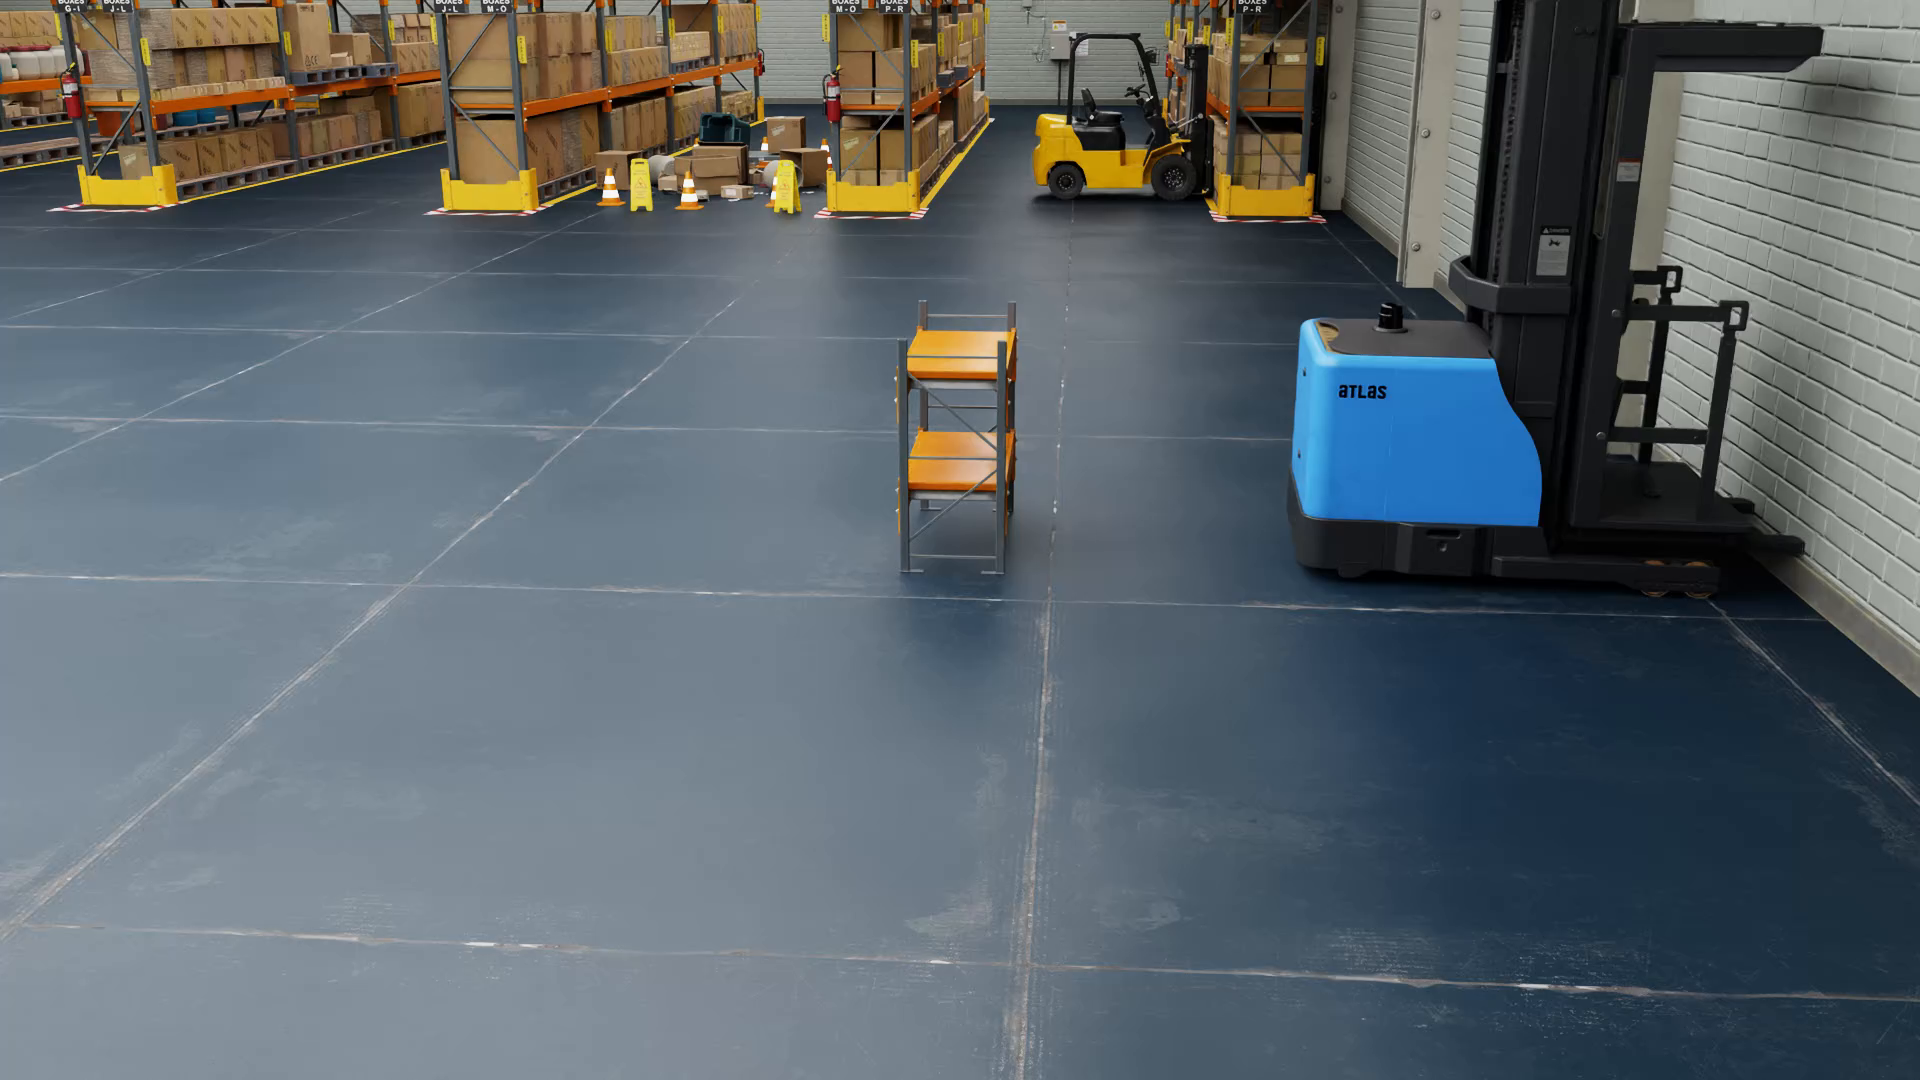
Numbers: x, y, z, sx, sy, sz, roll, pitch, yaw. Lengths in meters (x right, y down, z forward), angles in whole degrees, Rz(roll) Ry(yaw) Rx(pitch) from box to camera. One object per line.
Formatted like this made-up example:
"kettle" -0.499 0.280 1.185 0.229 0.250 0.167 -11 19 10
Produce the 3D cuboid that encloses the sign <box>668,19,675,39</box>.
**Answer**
"sign" -4.929 -8.748 28.443 0.100 0.325 0.005 1 18 4

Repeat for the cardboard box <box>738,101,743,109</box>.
"cardboard box" -4.760 -9.108 34.827 0.380 0.149 0.250 2 18 7

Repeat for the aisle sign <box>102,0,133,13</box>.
"aisle sign" -10.702 -7.076 21.025 0.394 0.787 0.004 1 18 4

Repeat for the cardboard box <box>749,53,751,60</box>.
"cardboard box" -4.707 -10.390 35.719 0.380 0.149 0.250 1 18 4

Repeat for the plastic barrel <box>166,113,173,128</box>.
"plastic barrel" -15.313 -8.159 31.828 0.421 0.512 0.421 0 18 0

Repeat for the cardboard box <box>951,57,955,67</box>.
"cardboard box" -0.280 -7.775 27.063 0.380 0.149 0.250 2 18 5

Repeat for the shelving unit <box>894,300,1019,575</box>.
"shelving unit" 0.000 -0.537 8.254 0.538 1.125 1.048 1 18 4

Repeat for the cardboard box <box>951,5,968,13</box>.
"cardboard box" 0.029 -10.295 32.218 0.380 0.149 0.250 1 18 3

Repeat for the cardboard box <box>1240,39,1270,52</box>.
"cardboard box" 3.654 -6.149 20.691 0.380 0.149 0.250 1 18 4

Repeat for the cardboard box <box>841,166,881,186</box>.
"cardboard box" -1.321 -4.803 22.004 0.500 0.250 0.500 1 18 4

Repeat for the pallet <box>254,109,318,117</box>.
"pallet" -14.888 -9.366 36.667 1.003 0.211 1.213 1 18 4

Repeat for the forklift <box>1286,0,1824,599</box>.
"forklift" 3.158 -1.300 7.683 3.031 2.935 1.130 2 18 7

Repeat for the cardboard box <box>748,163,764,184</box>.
"cardboard box" -3.025 -5.383 24.425 0.258 0.266 0.396 -13 22 -34

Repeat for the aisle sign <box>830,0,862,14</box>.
"aisle sign" -1.406 -6.868 20.390 0.394 0.787 0.004 1 18 4

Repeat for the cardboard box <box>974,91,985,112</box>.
"cardboard box" 0.087 -9.389 35.701 0.875 0.438 0.875 1 18 2

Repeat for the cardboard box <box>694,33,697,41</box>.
"cardboard box" -5.109 -9.364 30.956 0.380 0.149 0.250 1 18 2

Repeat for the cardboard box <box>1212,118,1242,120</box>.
"cardboard box" 3.731 -5.844 23.577 0.500 0.250 0.500 1 18 4

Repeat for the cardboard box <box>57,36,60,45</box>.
"cardboard box" -19.566 -10.644 35.930 0.500 0.500 0.500 1 18 4

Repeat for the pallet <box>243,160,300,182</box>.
"pallet" -10.723 -5.574 25.096 1.003 0.211 1.213 1 18 4

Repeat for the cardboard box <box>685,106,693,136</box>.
"cardboard box" -5.146 -7.591 30.112 0.500 0.500 0.500 1 18 5

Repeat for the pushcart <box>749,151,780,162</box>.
"pushcart" -3.103 -5.677 25.142 1.648 0.377 0.936 -5 19 -15

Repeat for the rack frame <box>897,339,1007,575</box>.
"rack frame" -0.036 -0.379 7.772 0.500 1.125 0.032 1 18 4

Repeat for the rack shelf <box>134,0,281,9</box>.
"rack shelf" -10.853 -7.571 23.050 1.077 0.370 4.000 1 18 4

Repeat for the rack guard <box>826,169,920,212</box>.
"rack guard" -1.107 -4.481 21.295 1.175 0.500 0.348 1 18 4

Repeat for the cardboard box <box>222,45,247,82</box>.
"cardboard box" -10.810 -6.847 23.864 0.875 0.500 0.500 1 18 4

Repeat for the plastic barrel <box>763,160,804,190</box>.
"plastic barrel" -2.474 -5.096 23.296 0.512 0.421 0.421 17 25 41

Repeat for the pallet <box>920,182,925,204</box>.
"pallet" -1.013 -4.595 22.108 1.003 0.211 1.213 1 18 4

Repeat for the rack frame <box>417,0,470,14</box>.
"rack frame" -10.136 -9.593 32.883 1.000 3.000 0.127 1 18 4

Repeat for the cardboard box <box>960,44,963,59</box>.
"cardboard box" -0.218 -8.609 29.316 0.500 0.250 0.500 2 18 5

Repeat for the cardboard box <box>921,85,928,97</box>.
"cardboard box" -0.645 -6.186 22.889 0.380 0.149 0.250 1 18 4

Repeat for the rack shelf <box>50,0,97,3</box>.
"rack shelf" -19.874 -11.520 35.102 1.077 0.370 4.000 1 18 4

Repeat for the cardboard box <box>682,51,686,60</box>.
"cardboard box" -5.177 -8.757 30.061 0.380 0.149 0.250 2 18 6

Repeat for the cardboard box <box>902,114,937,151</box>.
"cardboard box" -0.600 -5.947 24.292 0.500 0.500 0.500 1 18 3

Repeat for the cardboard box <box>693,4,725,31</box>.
"cardboard box" -4.921 -10.250 32.643 0.500 0.500 0.500 2 18 5

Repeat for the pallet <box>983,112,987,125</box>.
"pallet" 0.055 -9.039 35.671 1.003 0.211 1.213 1 18 4

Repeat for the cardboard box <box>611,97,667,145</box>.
"cardboard box" -5.617 -7.152 28.372 1.050 0.750 0.750 1 18 3

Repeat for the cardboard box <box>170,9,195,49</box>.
"cardboard box" -10.643 -6.850 22.268 0.500 0.500 0.500 1 18 4

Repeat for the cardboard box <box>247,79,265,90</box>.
"cardboard box" -10.444 -6.682 24.402 0.380 0.149 0.250 1 18 4

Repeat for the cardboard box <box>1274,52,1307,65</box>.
"cardboard box" 4.122 -5.991 20.687 0.380 0.149 0.250 1 18 3

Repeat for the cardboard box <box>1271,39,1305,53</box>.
"cardboard box" 4.076 -6.132 20.640 0.380 0.149 0.250 1 18 3

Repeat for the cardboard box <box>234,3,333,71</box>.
"cardboard box" -10.513 -7.837 25.885 1.000 1.000 1.000 1 18 4

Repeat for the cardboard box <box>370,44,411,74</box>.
"cardboard box" -10.117 -8.543 29.519 0.500 0.500 0.500 2 18 6

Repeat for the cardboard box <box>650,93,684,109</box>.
"cardboard box" -5.192 -7.786 29.502 0.500 0.250 0.500 0 18 1

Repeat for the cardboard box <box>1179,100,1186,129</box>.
"cardboard box" 4.440 -8.129 31.754 0.500 0.500 0.500 2 18 6

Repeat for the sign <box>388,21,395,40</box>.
"sign" -9.881 -8.854 28.896 0.100 0.325 0.005 1 18 4

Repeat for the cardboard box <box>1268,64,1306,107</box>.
"cardboard box" 4.151 -5.731 20.935 0.500 0.500 0.500 2 18 6

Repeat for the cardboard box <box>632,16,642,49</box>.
"cardboard box" -5.595 -8.276 27.096 0.700 0.500 0.500 1 18 3

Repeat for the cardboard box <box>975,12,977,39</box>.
"cardboard box" 0.066 -10.194 32.950 0.500 0.500 0.500 1 18 3

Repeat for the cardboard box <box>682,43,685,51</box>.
"cardboard box" -5.179 -8.899 30.016 0.380 0.149 0.250 1 18 4

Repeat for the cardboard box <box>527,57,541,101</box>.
"cardboard box" -6.058 -6.083 21.930 0.875 0.550 0.550 1 18 4

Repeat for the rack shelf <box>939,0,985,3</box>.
"rack shelf" -0.109 -11.077 33.749 1.077 0.370 4.000 1 18 4

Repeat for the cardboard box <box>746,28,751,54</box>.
"cardboard box" -4.727 -10.577 35.248 0.500 0.500 0.500 1 18 3

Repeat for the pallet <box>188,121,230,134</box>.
"pallet" -15.174 -8.140 32.926 1.003 0.211 1.213 1 18 4
